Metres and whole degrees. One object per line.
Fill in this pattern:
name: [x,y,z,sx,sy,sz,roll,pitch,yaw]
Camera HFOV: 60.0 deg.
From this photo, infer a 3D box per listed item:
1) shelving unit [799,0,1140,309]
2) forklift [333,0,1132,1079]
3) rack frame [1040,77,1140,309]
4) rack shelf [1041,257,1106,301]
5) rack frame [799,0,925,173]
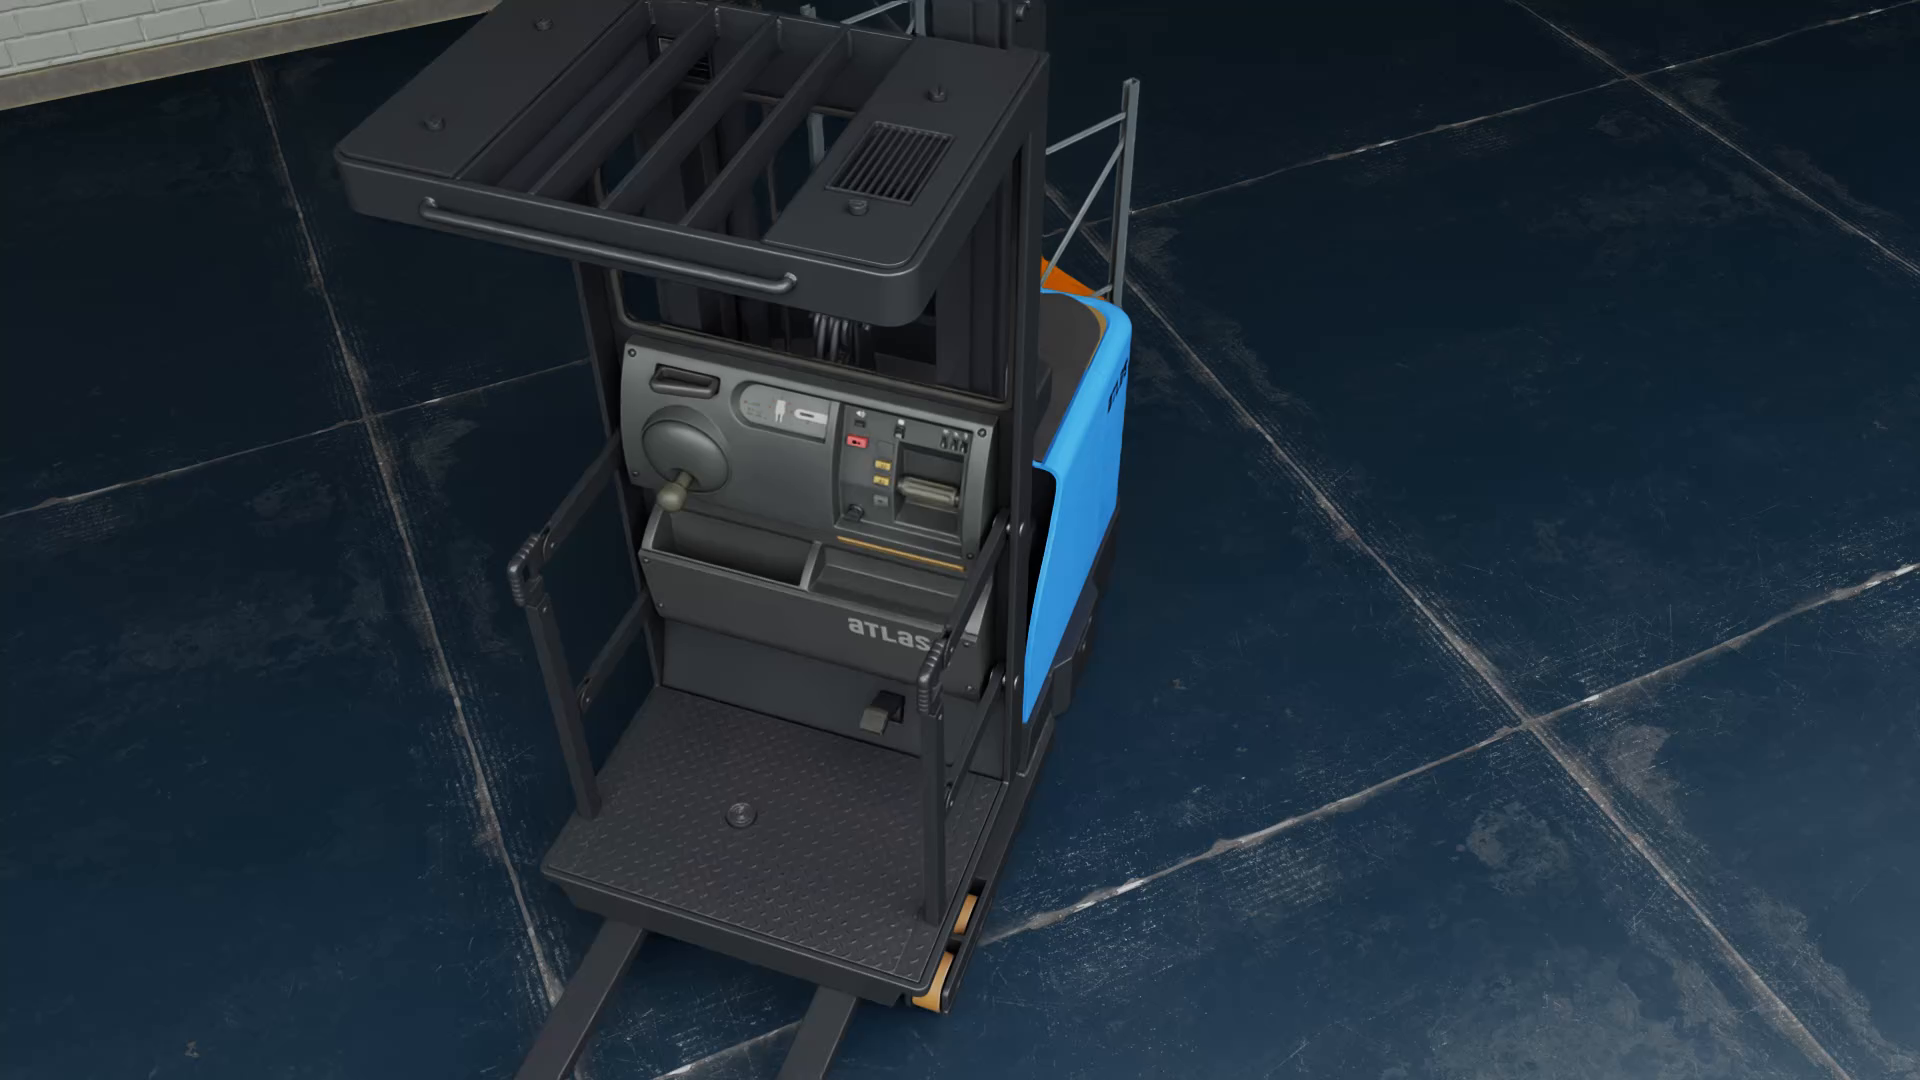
shelving unit: [0.019,-1.010,5.706,0.587,1.500,1.083,-31,52,-28]
forklift: [-0.442,-0.112,3.777,1.130,2.935,3.031,14,46,14]
rack frame: [0.345,-0.745,5.437,0.500,1.500,0.032,-31,52,-28]
rack shelf: [0.013,-0.887,5.837,0.538,0.185,1.000,-31,52,-28]
rack frame: [-0.319,-1.286,5.985,0.500,1.500,0.032,-31,52,-28]
